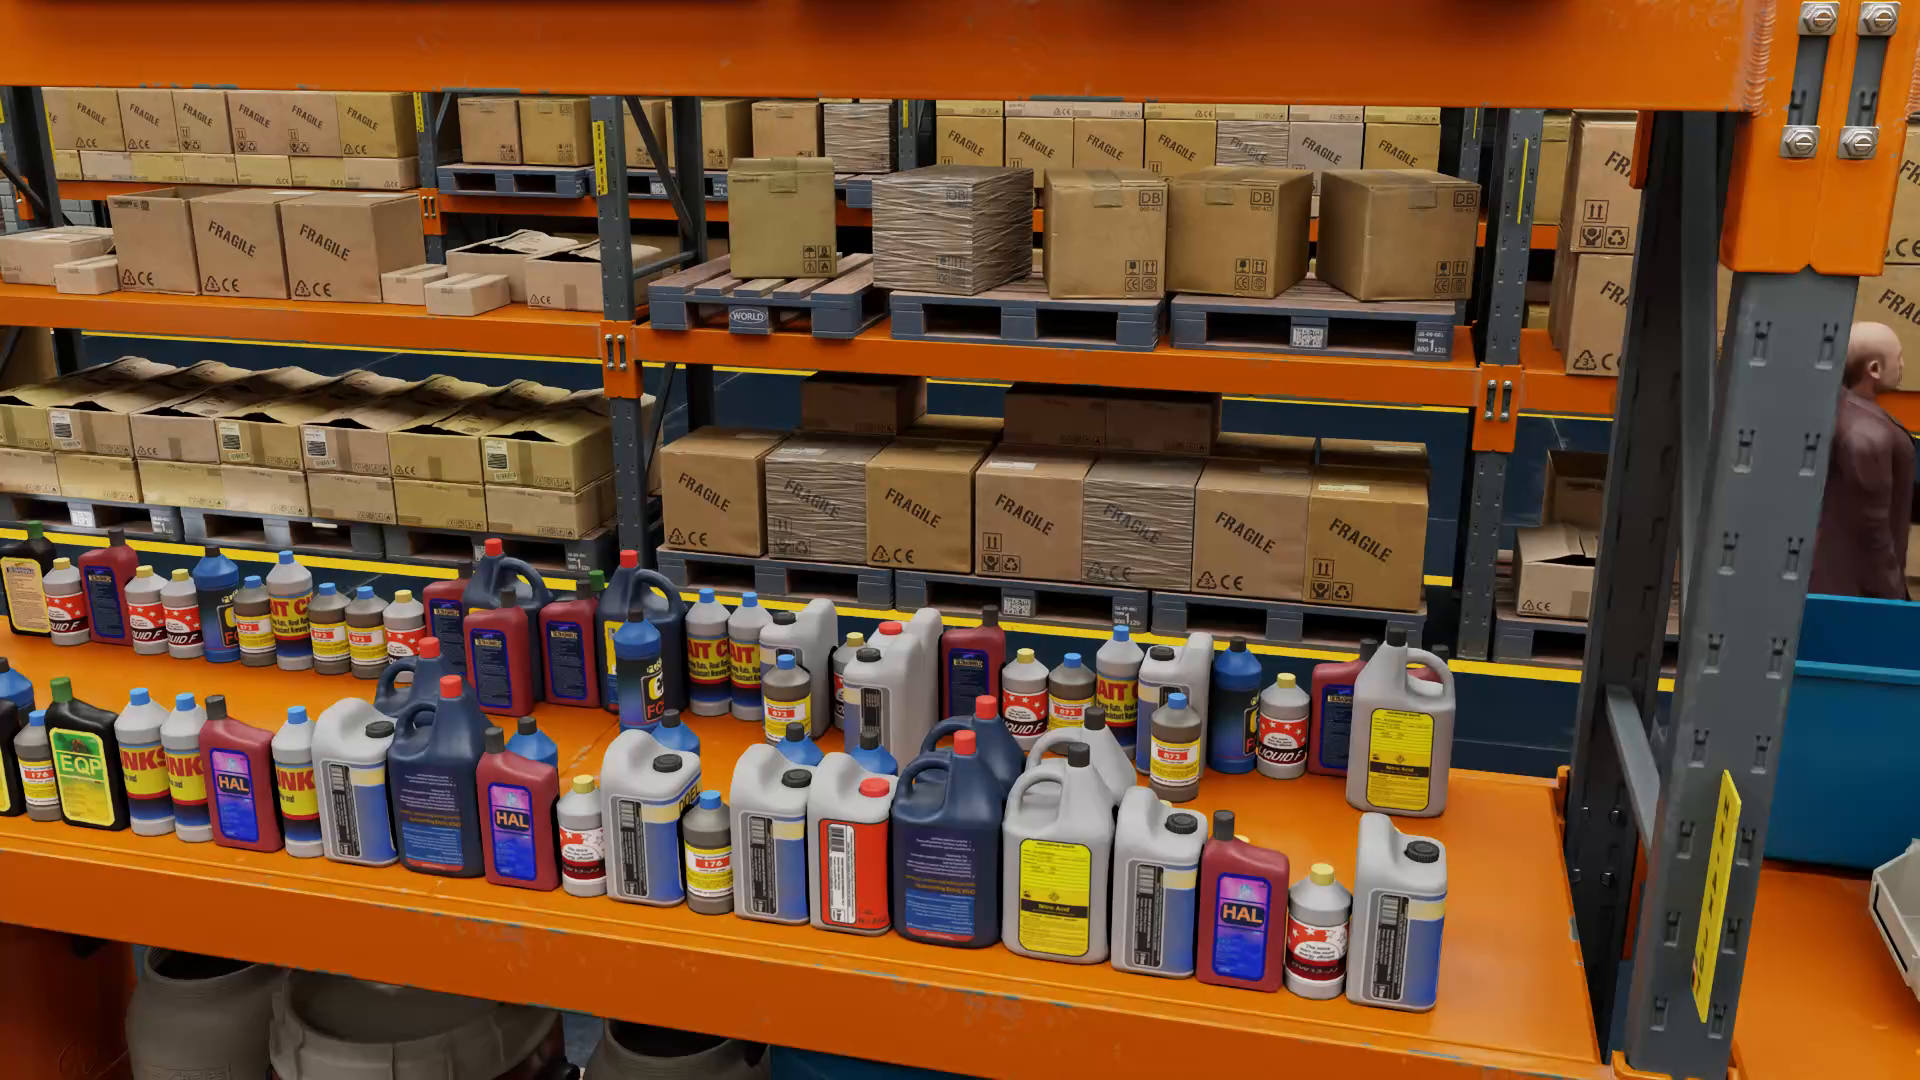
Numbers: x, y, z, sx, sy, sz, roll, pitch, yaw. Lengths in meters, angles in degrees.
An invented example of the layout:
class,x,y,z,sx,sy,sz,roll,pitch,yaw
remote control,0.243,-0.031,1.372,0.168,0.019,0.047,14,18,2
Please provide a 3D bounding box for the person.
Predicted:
class,x,y,z,sx,sy,sz,roll,pitch,yaw
person,2.981,0.126,5.656,0.912,1.745,0.565,5,19,15
